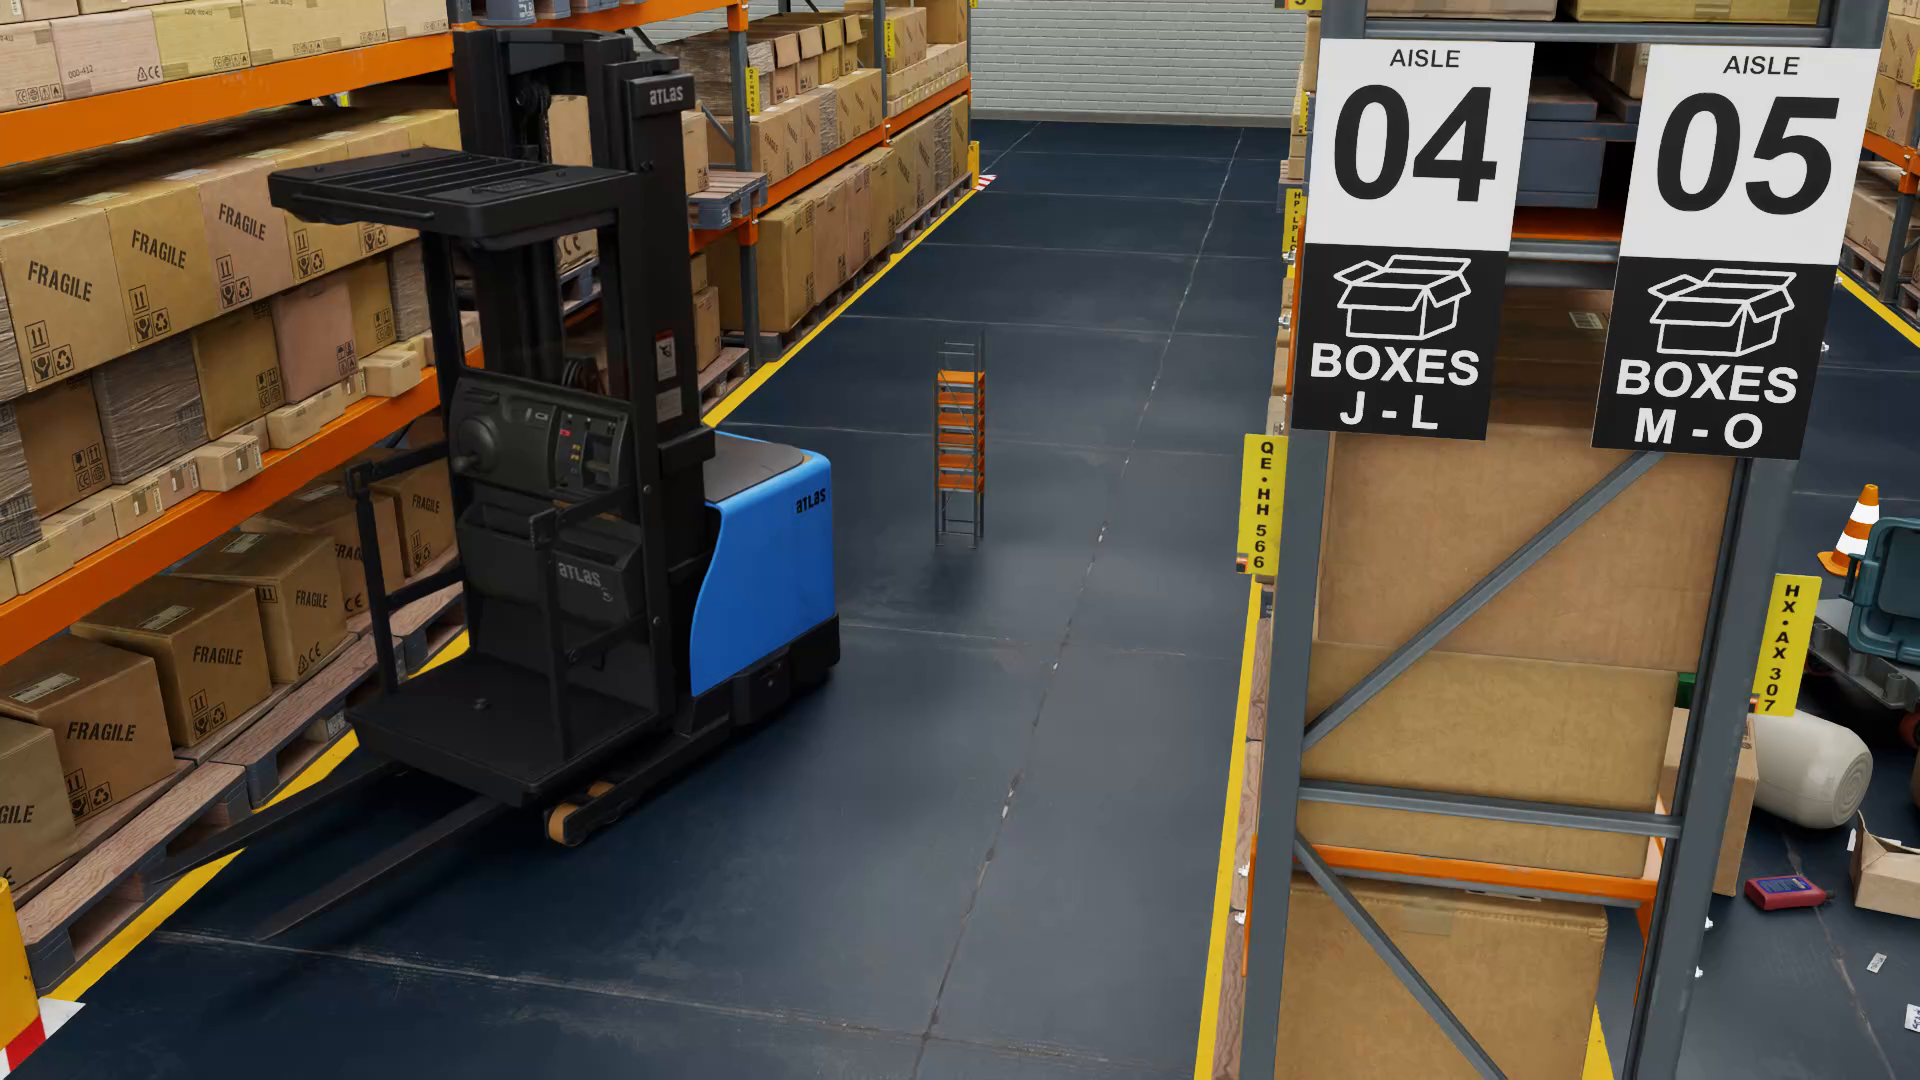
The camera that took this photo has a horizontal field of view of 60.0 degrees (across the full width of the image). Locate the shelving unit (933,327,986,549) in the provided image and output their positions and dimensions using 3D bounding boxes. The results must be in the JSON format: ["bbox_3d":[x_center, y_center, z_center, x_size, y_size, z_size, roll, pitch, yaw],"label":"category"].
[{"bbox_3d":[-0.003,-0.551,9.116,0.258,1.200,0.189,4,22,11],"label":"shelving unit"}]

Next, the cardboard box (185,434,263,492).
[{"bbox_3d":[-2.947,-0.307,6.438,0.380,0.149,0.250,4,22,11],"label":"cardboard box"}]

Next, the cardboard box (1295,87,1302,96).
[{"bbox_3d":[2.745,-3.348,12.630,0.380,0.149,0.250,6,23,14],"label":"cardboard box"}]

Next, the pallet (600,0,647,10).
[{"bbox_3d":[-2.384,-3.161,9.423,1.213,0.211,1.003,4,22,11],"label":"pallet"}]

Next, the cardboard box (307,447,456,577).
[{"bbox_3d":[-2.944,-0.151,8.498,0.500,0.500,0.500,4,22,9],"label":"cardboard box"}]

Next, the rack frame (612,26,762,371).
[{"bbox_3d":[-2.007,-2.722,12.098,1.000,3.000,0.127,4,22,11],"label":"rack frame"}]

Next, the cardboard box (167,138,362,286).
[{"bbox_3d":[-2.849,-1.356,6.836,0.500,0.500,0.500,4,22,11],"label":"cardboard box"}]

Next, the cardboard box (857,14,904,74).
[{"bbox_3d":[-0.843,-4.757,15.949,0.500,0.500,0.500,4,22,11],"label":"cardboard box"}]

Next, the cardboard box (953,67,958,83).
[{"bbox_3d":[-0.229,-5.189,18.558,0.380,0.149,0.250,5,22,11],"label":"cardboard box"}]

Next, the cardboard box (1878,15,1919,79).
[{"bbox_3d":[8.448,-4.318,14.589,0.500,0.500,0.500,4,22,10],"label":"cardboard box"}]

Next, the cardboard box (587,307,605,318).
[{"bbox_3d":[-2.213,-1.673,11.245,0.500,0.250,0.500,7,23,17],"label":"cardboard box"}]

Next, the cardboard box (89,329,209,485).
[{"bbox_3d":[-3.372,-0.551,6.176,0.875,0.500,0.500,4,22,11],"label":"cardboard box"}]

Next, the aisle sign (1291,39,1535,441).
[{"bbox_3d":[0.887,-0.584,3.309,0.394,0.787,0.004,4,22,11],"label":"aisle sign"}]

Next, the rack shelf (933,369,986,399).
[{"bbox_3d":[-0.003,-0.844,8.998,0.258,0.103,0.180,4,22,11],"label":"rack shelf"}]

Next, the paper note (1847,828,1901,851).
[{"bbox_3d":[3.526,1.173,6.411,0.172,0.023,0.155,13,25,29],"label":"paper note"}]

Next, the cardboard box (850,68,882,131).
[{"bbox_3d":[-1.019,-4.040,15.235,0.500,0.500,0.500,5,22,11],"label":"cardboard box"}]

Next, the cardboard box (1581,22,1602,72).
[{"bbox_3d":[1.682,-1.183,3.902,0.380,0.149,0.250,5,22,11],"label":"cardboard box"}]

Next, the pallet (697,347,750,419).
[{"bbox_3d":[-2.168,-1.143,11.909,1.003,0.211,1.213,4,22,11],"label":"pallet"}]

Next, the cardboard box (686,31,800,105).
[{"bbox_3d":[-1.706,-3.738,13.144,0.797,0.503,0.637,5,22,12],"label":"cardboard box"}]

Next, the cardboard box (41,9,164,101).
[{"bbox_3d":[-3.084,-1.645,5.608,0.500,0.250,0.500,4,22,11],"label":"cardboard box"}]

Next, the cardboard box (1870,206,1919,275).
[{"bbox_3d":[8.744,-2.657,14.804,0.875,0.438,0.875,4,22,10],"label":"cardboard box"}]

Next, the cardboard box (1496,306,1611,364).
[{"bbox_3d":[1.331,-0.293,4.419,0.875,0.550,0.550,4,22,11],"label":"cardboard box"}]

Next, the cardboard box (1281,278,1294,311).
[{"bbox_3d":[2.616,-1.243,10.873,1.050,0.750,0.750,4,22,10],"label":"cardboard box"}]

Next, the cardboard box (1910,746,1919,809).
[{"bbox_3d":[4.125,0.876,6.323,0.797,0.637,0.503,4,22,11],"label":"cardboard box"}]

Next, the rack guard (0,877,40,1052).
[{"bbox_3d":[-3.624,1.335,5.369,1.175,0.500,0.348,4,22,11],"label":"rack guard"}]

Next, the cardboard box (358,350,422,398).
[{"bbox_3d":[-2.691,-0.764,7.573,0.380,0.149,0.250,4,22,11],"label":"cardboard box"}]

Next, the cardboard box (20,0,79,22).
[{"bbox_3d":[-3.100,-1.758,5.356,0.380,0.149,0.250,4,22,11],"label":"cardboard box"}]

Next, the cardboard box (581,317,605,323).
[{"bbox_3d":[-2.225,-1.316,11.364,0.700,0.500,0.500,3,22,6],"label":"cardboard box"}]

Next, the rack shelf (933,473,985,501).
[{"bbox_3d":[-0.003,-0.287,9.223,0.258,0.103,0.180,4,22,11],"label":"rack shelf"}]

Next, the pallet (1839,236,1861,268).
[{"bbox_3d":[8.989,-2.856,16.162,1.003,0.211,1.213,4,22,11],"label":"pallet"}]

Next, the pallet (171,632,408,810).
[{"bbox_3d":[-3.173,0.730,7.259,1.003,0.211,1.213,4,22,11],"label":"pallet"}]

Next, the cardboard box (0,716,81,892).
[{"bbox_3d":[-3.496,0.941,5.786,0.500,0.500,0.500,9,24,21],"label":"cardboard box"}]

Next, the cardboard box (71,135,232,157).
[{"bbox_3d":[-3.367,-1.397,6.936,0.500,0.500,0.500,4,22,11],"label":"cardboard box"}]

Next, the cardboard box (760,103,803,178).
[{"bbox_3d":[-1.539,-3.114,12.938,0.500,0.500,0.500,4,22,9],"label":"cardboard box"}]

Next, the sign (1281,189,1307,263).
[{"bbox_3d":[1.478,-1.382,7.327,0.100,0.325,0.005,4,22,11],"label":"sign"}]

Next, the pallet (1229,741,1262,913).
[{"bbox_3d":[1.533,1.169,6.169,1.003,0.211,1.213,4,22,11],"label":"pallet"}]

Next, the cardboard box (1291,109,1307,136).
[{"bbox_3d":[2.479,-2.876,11.456,0.380,0.149,0.250,4,22,9],"label":"cardboard box"}]

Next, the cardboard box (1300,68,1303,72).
[{"bbox_3d":[3.008,-3.819,13.800,0.380,0.149,0.250,5,22,11],"label":"cardboard box"}]

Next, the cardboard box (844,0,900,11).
[{"bbox_3d":[-0.939,-5.537,17.884,0.500,0.500,0.500,4,22,9],"label":"cardboard box"}]

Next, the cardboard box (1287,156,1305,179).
[{"bbox_3d":[2.479,-2.601,11.571,0.380,0.149,0.250,5,22,12],"label":"cardboard box"}]

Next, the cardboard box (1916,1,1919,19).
[{"bbox_3d":[8.482,-4.556,14.311,0.380,0.149,0.250,4,22,11],"label":"cardboard box"}]

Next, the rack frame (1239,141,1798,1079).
[{"bbox_3d":[1.195,0.619,3.803,1.000,3.000,0.127,4,22,11],"label":"rack frame"}]

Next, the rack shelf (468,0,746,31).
[{"bbox_3d":[-2.415,-3.049,9.856,1.077,0.370,4.000,4,22,11],"label":"rack shelf"}]

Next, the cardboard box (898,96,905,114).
[{"bbox_3d":[-0.751,-4.248,16.221,0.380,0.149,0.250,4,22,9],"label":"cardboard box"}]

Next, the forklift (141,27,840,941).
[{"bbox_3d":[-1.774,-0.377,6.367,1.130,2.935,3.031,13,26,30],"label":"forklift"}]

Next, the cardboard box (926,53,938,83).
[{"bbox_3d":[-0.524,-4.957,17.448,0.500,0.250,0.500,4,22,11],"label":"cardboard box"}]

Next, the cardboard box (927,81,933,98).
[{"bbox_3d":[-0.488,-4.722,17.399,0.380,0.149,0.250,4,22,9],"label":"cardboard box"}]

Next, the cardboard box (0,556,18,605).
[{"bbox_3d":[-3.278,0.144,5.317,0.380,0.149,0.250,4,22,11],"label":"cardboard box"}]

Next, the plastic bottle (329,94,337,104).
[{"bbox_3d":[-5.945,-4.111,15.612,0.144,0.351,0.185,4,22,11],"label":"plastic bottle"}]

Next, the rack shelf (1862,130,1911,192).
[{"bbox_3d":[8.919,-3.827,15.805,1.077,0.370,4.000,4,22,11],"label":"rack shelf"}]

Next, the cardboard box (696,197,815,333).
[{"bbox_3d":[-1.846,-2.182,13.039,1.225,0.875,0.875,3,22,8],"label":"cardboard box"}]
